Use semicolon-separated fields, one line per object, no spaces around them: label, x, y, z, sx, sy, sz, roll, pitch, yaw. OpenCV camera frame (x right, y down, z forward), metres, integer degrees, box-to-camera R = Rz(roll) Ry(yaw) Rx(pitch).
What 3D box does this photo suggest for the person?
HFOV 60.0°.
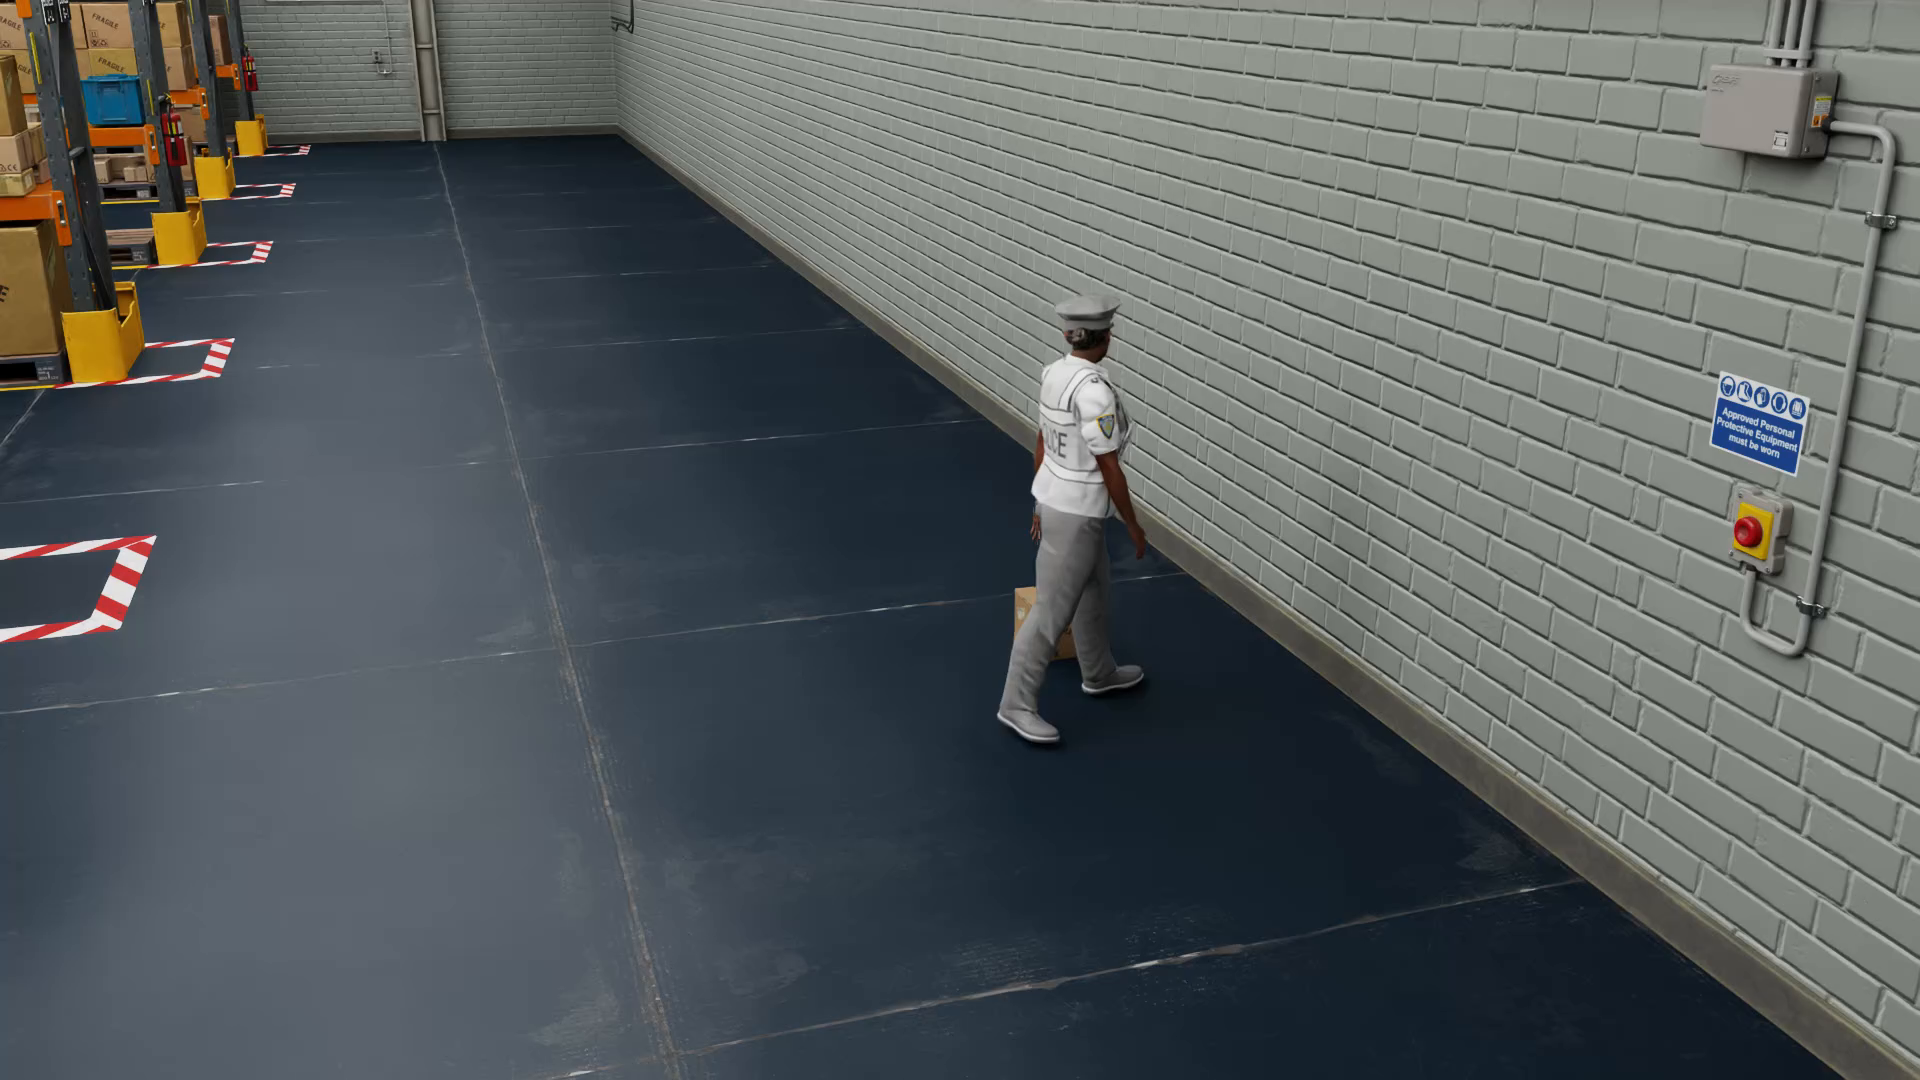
person;0.462;-0.095;6.311;0.677;1.641;0.613;-3;20;-9
